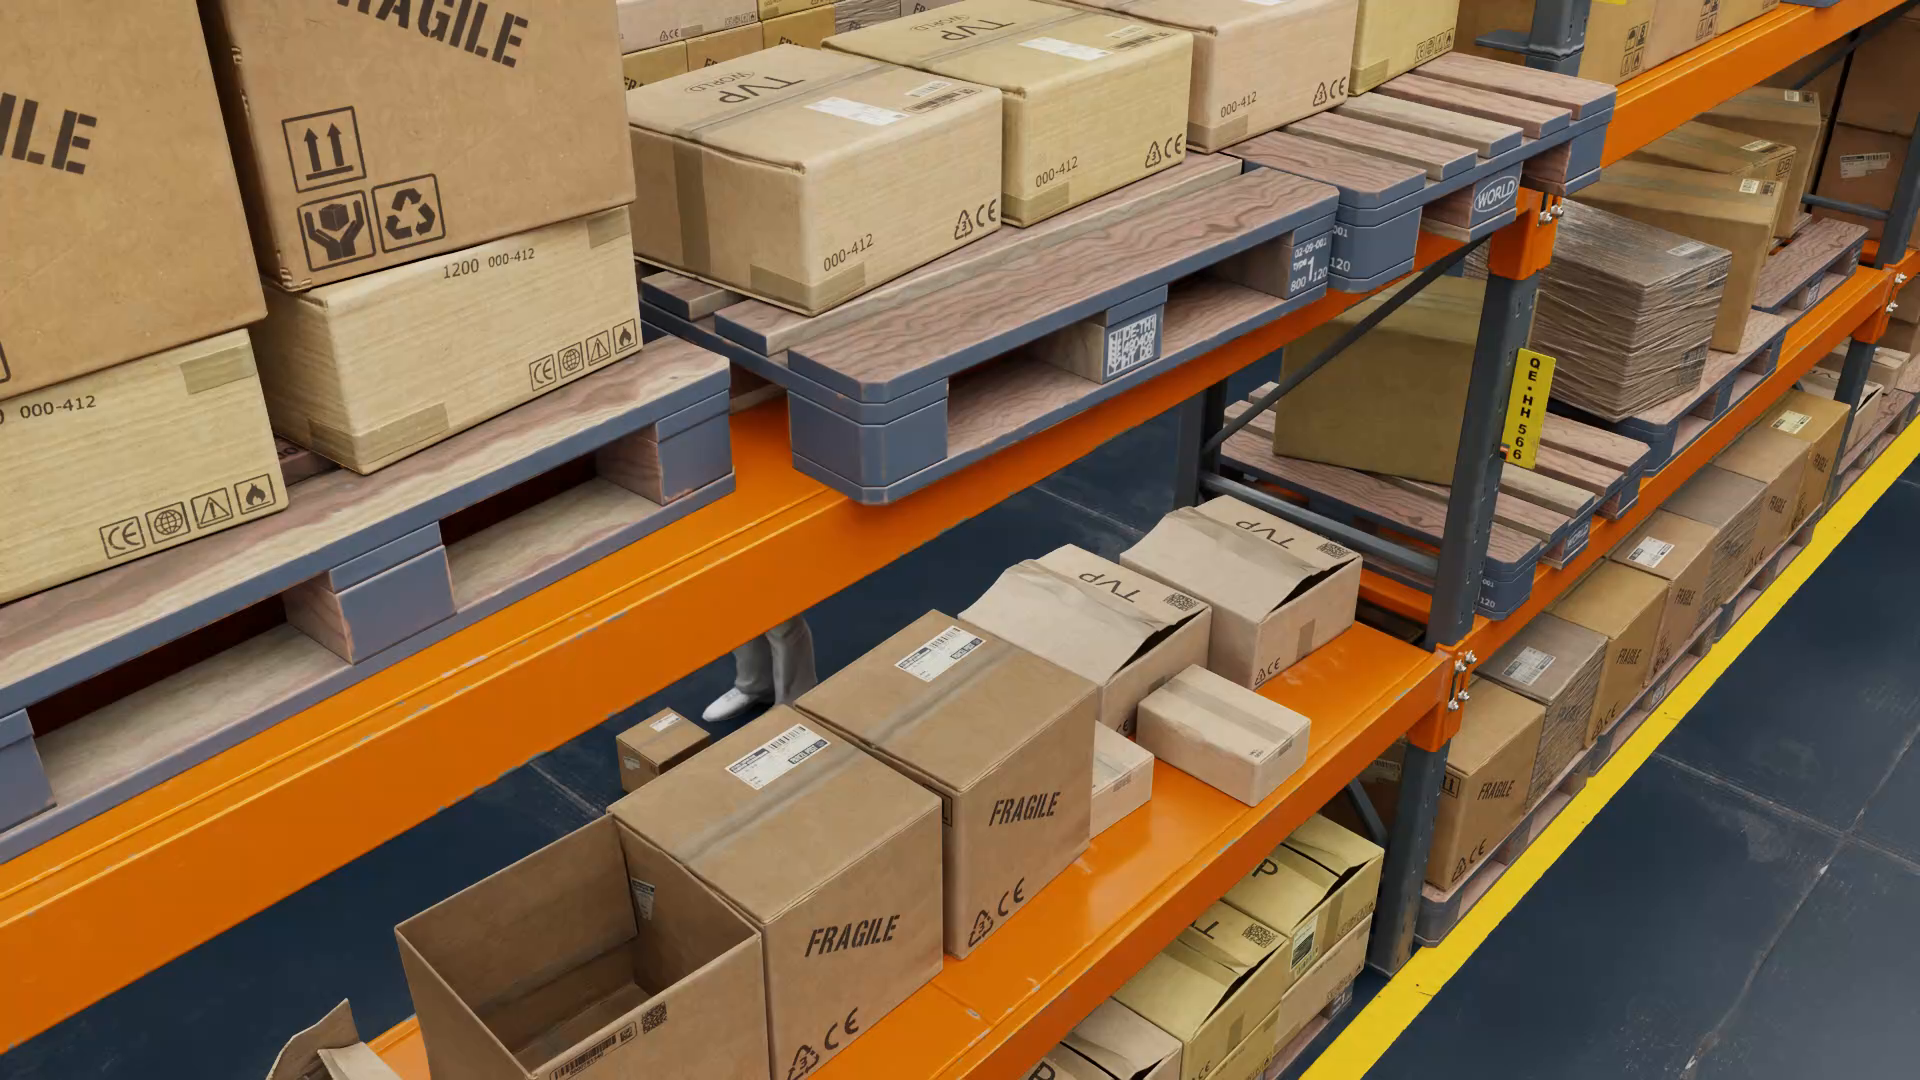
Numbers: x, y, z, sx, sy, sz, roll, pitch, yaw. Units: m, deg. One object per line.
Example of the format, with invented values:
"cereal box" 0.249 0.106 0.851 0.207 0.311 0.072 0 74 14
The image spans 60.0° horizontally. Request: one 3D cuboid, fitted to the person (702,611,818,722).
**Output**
"person" -0.748 -0.012 6.177 0.570 1.800 0.399 26 39 36
